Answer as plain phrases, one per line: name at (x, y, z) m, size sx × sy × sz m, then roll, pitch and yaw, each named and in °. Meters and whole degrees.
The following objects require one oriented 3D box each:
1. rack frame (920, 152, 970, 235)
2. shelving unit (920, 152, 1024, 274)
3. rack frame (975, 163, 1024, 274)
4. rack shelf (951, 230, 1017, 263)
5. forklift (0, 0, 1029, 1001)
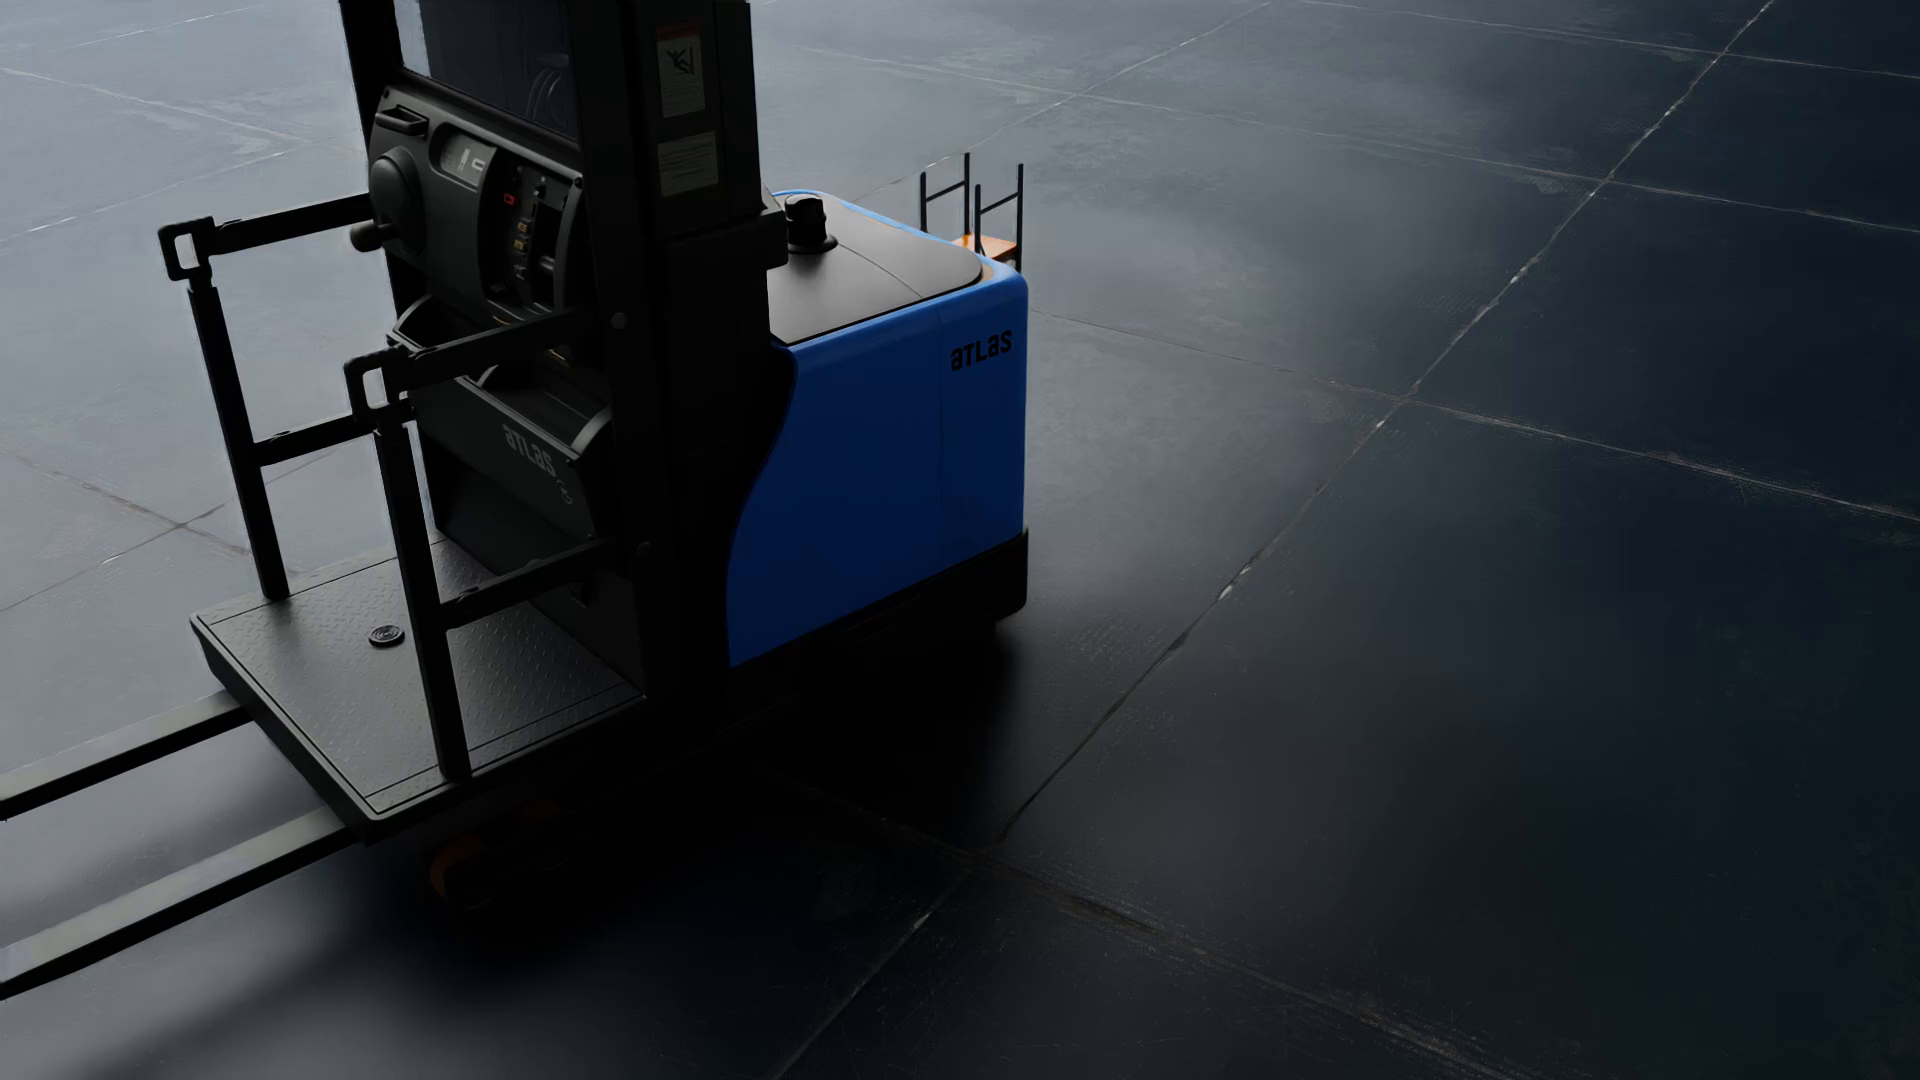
rack frame at (-0.042, -0.547, 4.997) m, size 0.006 × 1.200 × 0.240 m, roll 19°, pitch 35°, yaw 29°
shelving unit at (0.034, -0.521, 4.952) m, size 0.189 × 1.200 × 0.258 m, roll 19°, pitch 35°, yaw 29°
rack frame at (0.110, -0.495, 4.908) m, size 0.006 × 1.200 × 0.240 m, roll 19°, pitch 35°, yaw 29°
rack shelf at (0.034, -0.794, 4.793) m, size 0.180 × 0.103 × 0.258 m, roll 19°, pitch 35°, yaw 29°
forklift at (-1.242, -0.721, 3.577) m, size 3.031 × 2.935 × 1.130 m, roll -24°, pitch 38°, yaw -35°
